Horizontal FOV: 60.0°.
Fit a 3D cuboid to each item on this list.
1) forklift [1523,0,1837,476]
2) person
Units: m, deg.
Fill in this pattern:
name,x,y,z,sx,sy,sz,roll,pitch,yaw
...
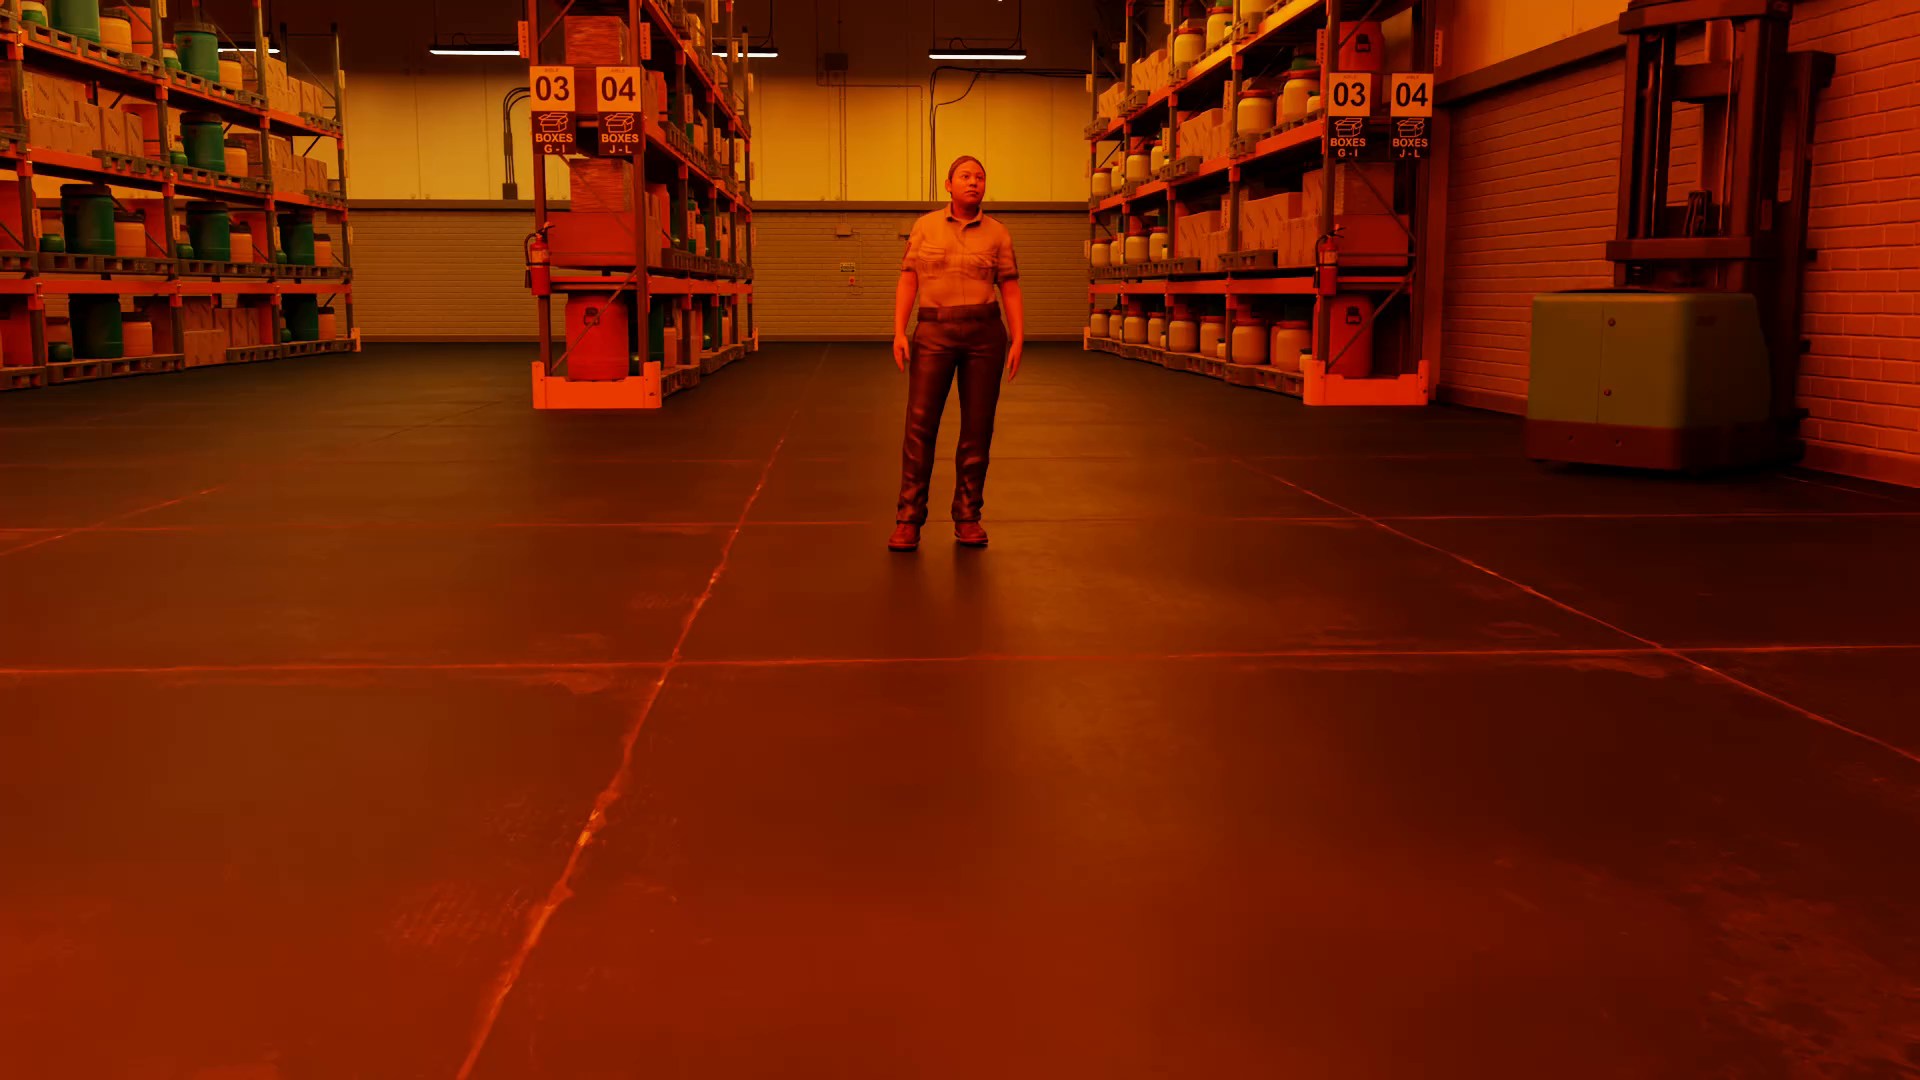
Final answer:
name,x,y,z,sx,sy,sz,roll,pitch,yaw
forklift,4.939,-1.967,10.580,3.031,2.935,1.130,-7,11,-38
person,-0.018,-0.808,7.097,0.598,1.651,0.502,-1,8,-4
